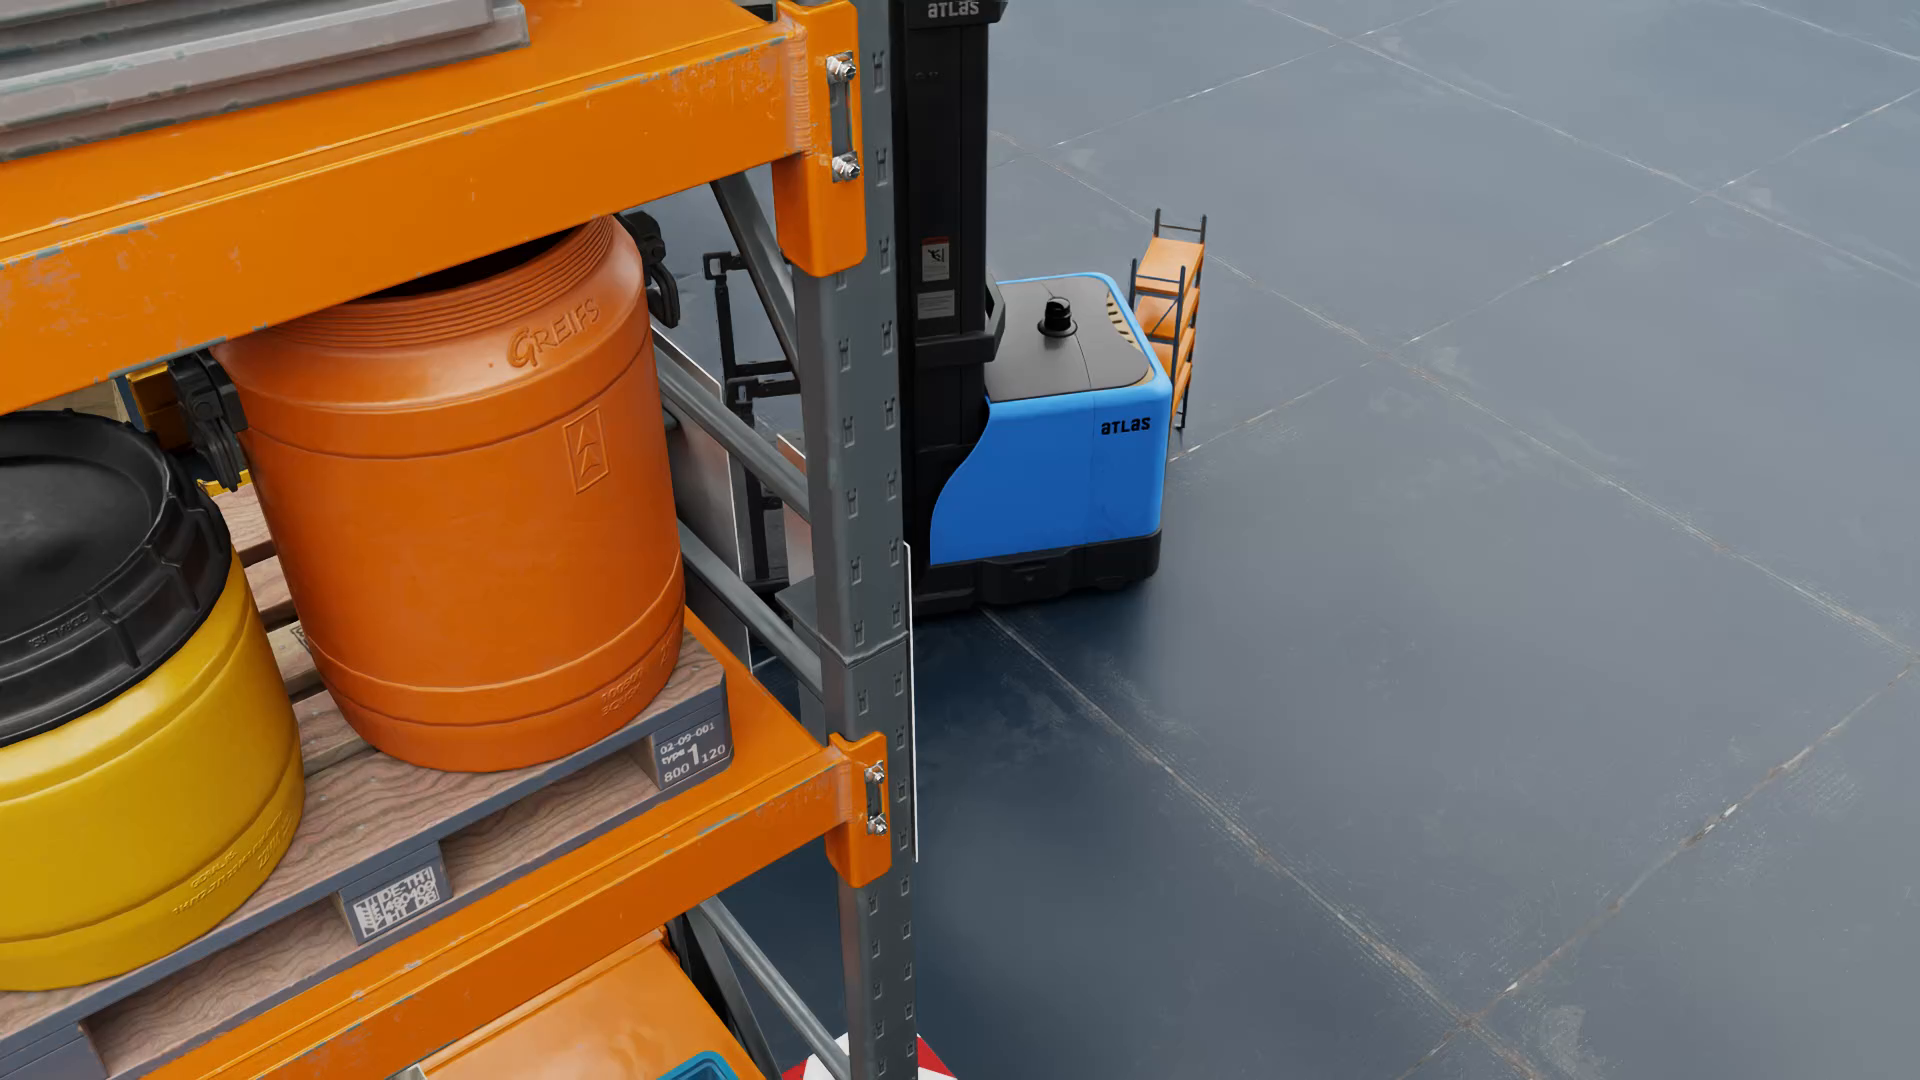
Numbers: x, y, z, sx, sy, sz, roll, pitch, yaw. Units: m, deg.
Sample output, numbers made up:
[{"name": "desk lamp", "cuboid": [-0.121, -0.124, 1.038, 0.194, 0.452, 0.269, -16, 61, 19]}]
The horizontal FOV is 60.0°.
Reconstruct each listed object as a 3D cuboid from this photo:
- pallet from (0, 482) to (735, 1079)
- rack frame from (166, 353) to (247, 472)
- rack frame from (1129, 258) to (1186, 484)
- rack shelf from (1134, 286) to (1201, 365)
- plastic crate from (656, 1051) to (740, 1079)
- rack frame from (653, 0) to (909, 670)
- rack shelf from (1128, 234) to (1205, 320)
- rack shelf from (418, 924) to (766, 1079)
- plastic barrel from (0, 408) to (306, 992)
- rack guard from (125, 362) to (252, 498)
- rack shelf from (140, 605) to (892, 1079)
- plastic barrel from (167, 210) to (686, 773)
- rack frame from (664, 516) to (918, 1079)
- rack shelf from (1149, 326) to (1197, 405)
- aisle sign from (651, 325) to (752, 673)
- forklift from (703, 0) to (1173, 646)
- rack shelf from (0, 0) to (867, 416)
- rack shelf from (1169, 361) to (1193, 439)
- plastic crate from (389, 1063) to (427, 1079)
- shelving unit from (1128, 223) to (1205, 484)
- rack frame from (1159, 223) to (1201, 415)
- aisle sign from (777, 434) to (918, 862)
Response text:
[{"name": "pallet", "cuboid": [-1.156, 0.284, 2.823, 1.213, 0.211, 1.003, -26, 46, -28]}, {"name": "rack frame", "cuboid": [-3.459, -1.391, 7.080, 0.127, 3.000, 1.000, -26, 46, -28]}, {"name": "rack frame", "cuboid": [0.880, -0.763, 7.735, 0.240, 1.200, 0.015, 11, 41, 13]}, {"name": "rack shelf", "cuboid": [0.954, -1.032, 7.815, 0.258, 0.148, 0.480, 11, 41, 13]}, {"name": "plastic crate", "cuboid": [-0.655, 1.501, 3.672, 0.616, 0.251, 0.499, -26, 46, -28]}, {"name": "rack frame", "cuboid": [-0.441, -1.219, 2.141, 0.127, 3.000, 1.000, -26, 46, -28]}, {"name": "rack shelf", "cuboid": [0.954, -1.215, 7.665, 0.258, 0.148, 0.480, 11, 41, 13]}, {"name": "rack shelf", "cuboid": [-2.027, 2.151, 3.330, 4.000, 0.370, 1.077, -26, 46, -28]}, {"name": "plastic barrel", "cuboid": [-1.267, 0.210, 2.285, 0.600, 0.588, 0.600, 0, 39, 0]}, {"name": "rack guard", "cuboid": [-3.519, -0.395, 7.837, 0.348, 0.500, 1.175, -26, 46, -28]}, {"name": "rack shelf", "cuboid": [-2.027, 0.991, 2.379, 4.000, 0.370, 1.077, -26, 46, -28]}, {"name": "plastic barrel", "cuboid": [-0.749, -0.136, 2.517, 0.708, 0.830, 0.600, -26, 46, -28]}, {"name": "rack frame", "cuboid": [-0.441, 1.100, 4.044, 0.127, 3.000, 1.000, -26, 46, -28]}, {"name": "rack shelf", "cuboid": [0.954, -0.859, 7.957, 0.258, 0.148, 0.480, 11, 41, 13]}, {"name": "aisle sign", "cuboid": [-0.562, -0.080, 3.433, 0.004, 0.787, 0.394, -26, 46, -28]}, {"name": "forklift", "cuboid": [-8.470, -3.851, 10.133, 16.431, 2.935, 13.043, -8, 40, -9]}, {"name": "rack shelf", "cuboid": [-2.027, -0.014, 1.554, 4.000, 0.370, 1.077, -26, 46, -28]}, {"name": "rack shelf", "cuboid": [0.954, -0.705, 8.083, 0.258, 0.148, 0.480, 11, 41, 13]}, {"name": "plastic crate", "cuboid": [-1.346, 1.386, 3.903, 0.250, 0.136, 0.298, -26, 46, -28]}, {"name": "shelving unit", "cuboid": [0.953, -0.910, 7.913, 0.258, 1.200, 0.499, 11, 41, 13]}, {"name": "rack frame", "cuboid": [1.027, -1.059, 8.094, 0.228, 1.046, 0.006, 11, 41, 13]}, {"name": "aisle sign", "cuboid": [-0.203, 0.216, 3.071, 0.004, 0.787, 0.394, -26, 46, -28]}]
